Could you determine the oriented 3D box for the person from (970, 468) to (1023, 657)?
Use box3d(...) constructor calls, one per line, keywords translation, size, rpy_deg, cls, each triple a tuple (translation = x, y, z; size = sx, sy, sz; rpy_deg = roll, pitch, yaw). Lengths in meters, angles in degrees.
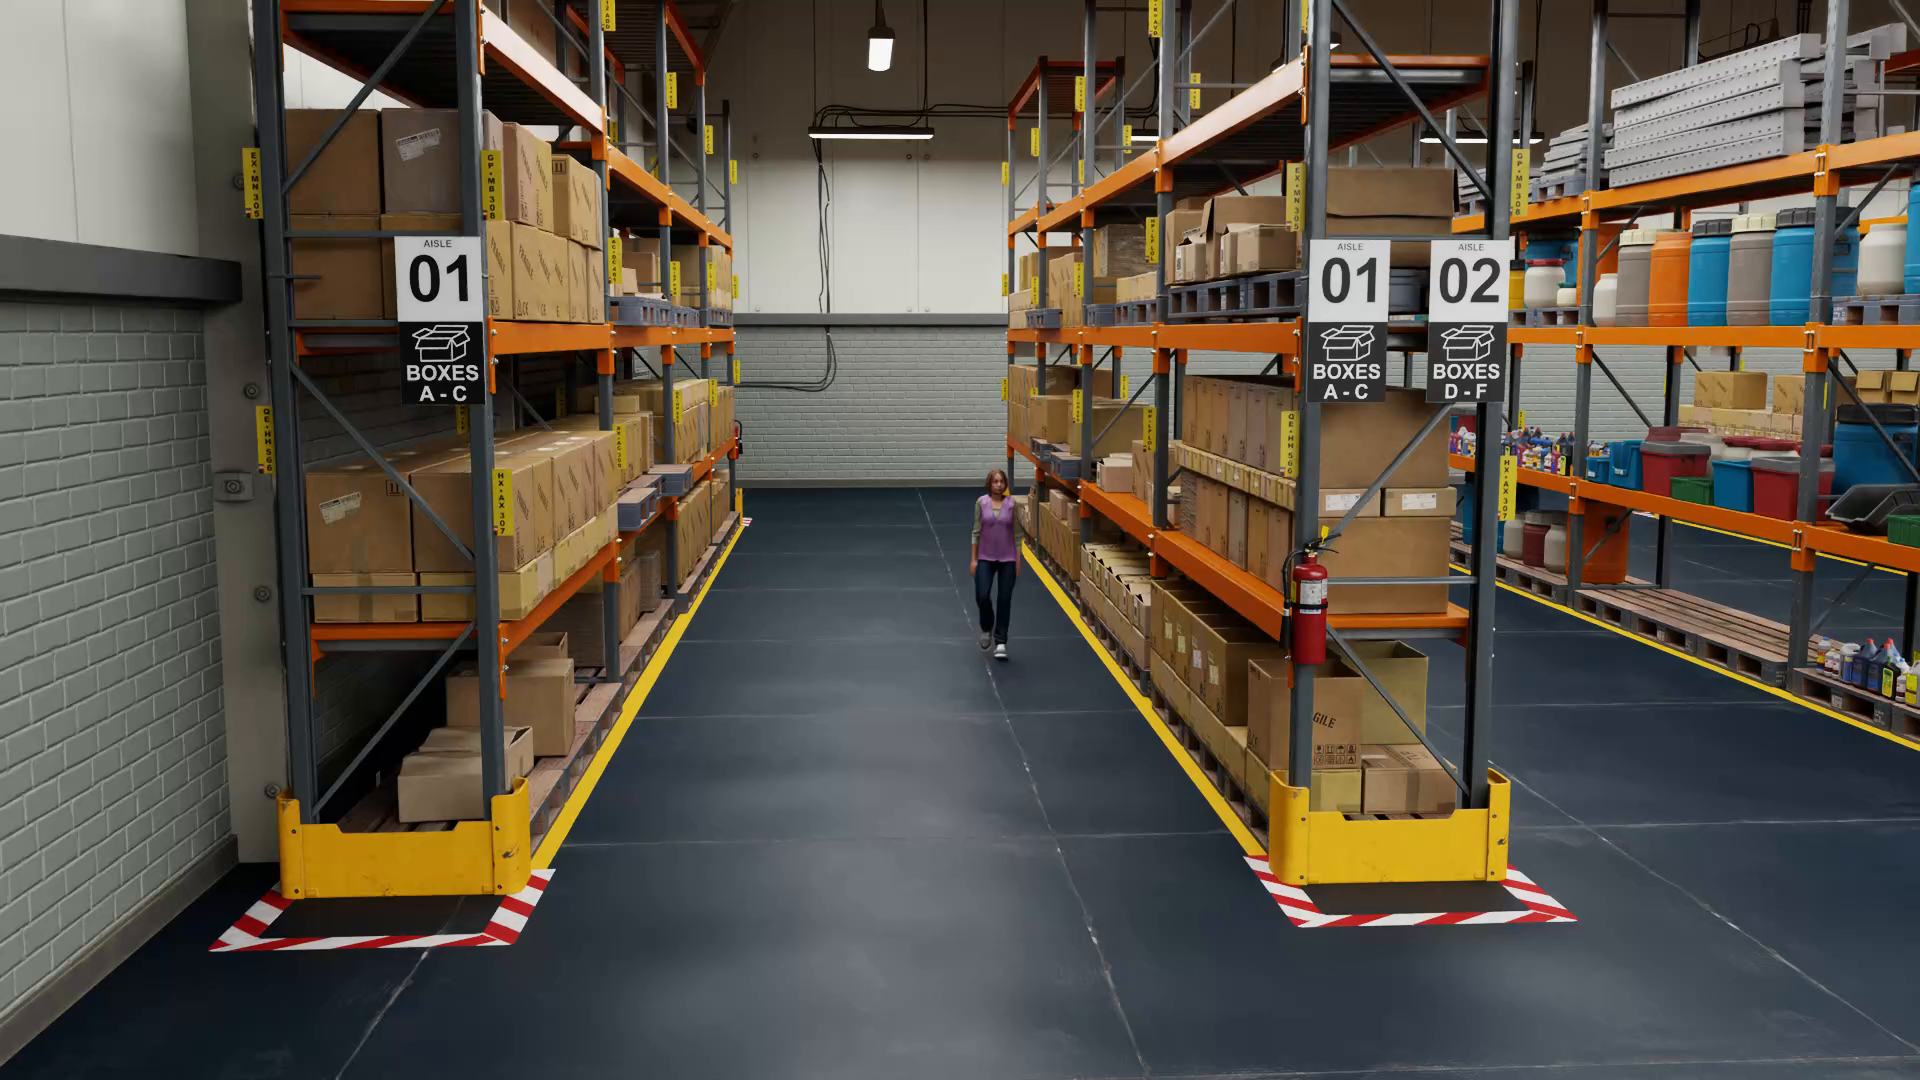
box3d(translation=(0.307, 0.191, 14.035), size=(0.448, 1.596, 0.435), rpy_deg=(0, 7, -1), cls="person")
